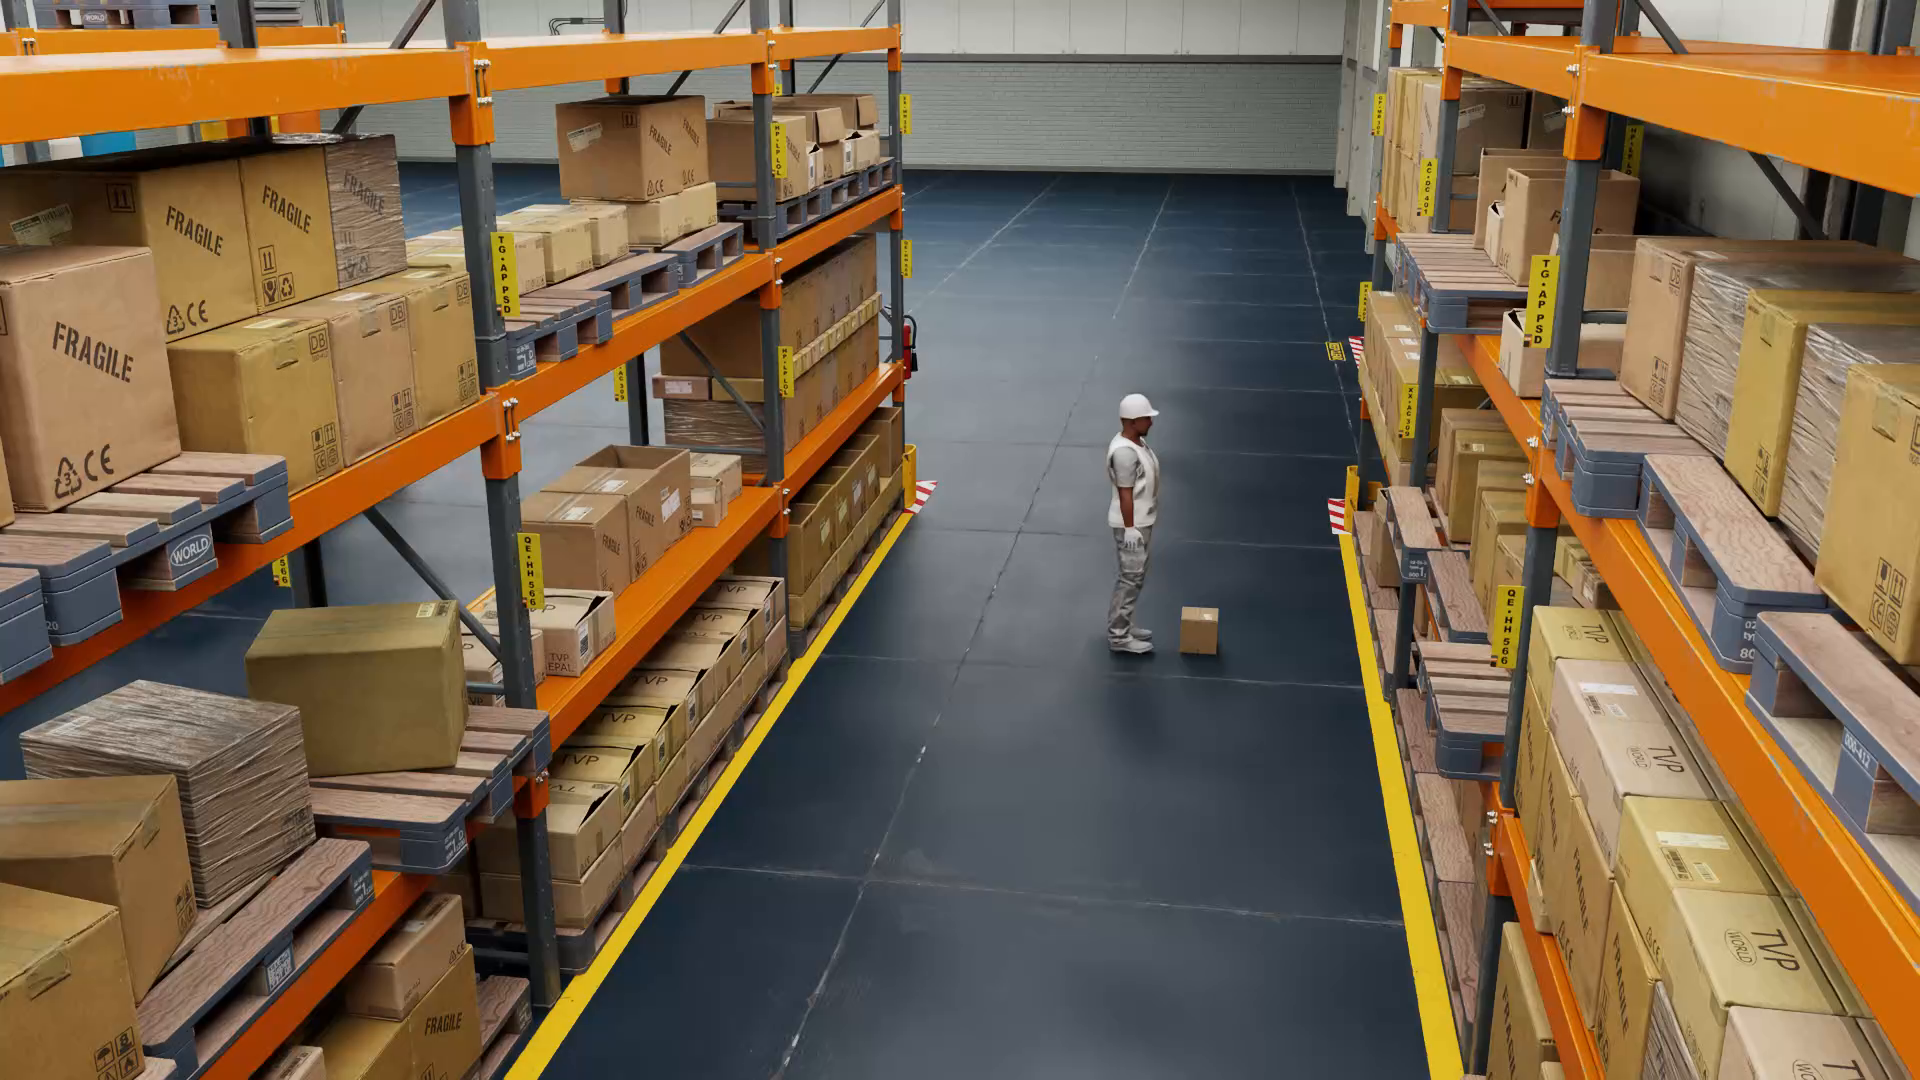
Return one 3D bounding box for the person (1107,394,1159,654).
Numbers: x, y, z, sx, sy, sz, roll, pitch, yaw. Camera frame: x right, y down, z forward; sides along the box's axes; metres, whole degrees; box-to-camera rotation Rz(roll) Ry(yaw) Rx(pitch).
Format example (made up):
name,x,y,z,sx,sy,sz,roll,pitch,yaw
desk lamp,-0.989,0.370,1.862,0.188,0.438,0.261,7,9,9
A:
name,x,y,z,sx,sy,sz,roll,pitch,yaw
person,1.186,-0.124,11.414,0.361,1.780,0.546,3,18,10
